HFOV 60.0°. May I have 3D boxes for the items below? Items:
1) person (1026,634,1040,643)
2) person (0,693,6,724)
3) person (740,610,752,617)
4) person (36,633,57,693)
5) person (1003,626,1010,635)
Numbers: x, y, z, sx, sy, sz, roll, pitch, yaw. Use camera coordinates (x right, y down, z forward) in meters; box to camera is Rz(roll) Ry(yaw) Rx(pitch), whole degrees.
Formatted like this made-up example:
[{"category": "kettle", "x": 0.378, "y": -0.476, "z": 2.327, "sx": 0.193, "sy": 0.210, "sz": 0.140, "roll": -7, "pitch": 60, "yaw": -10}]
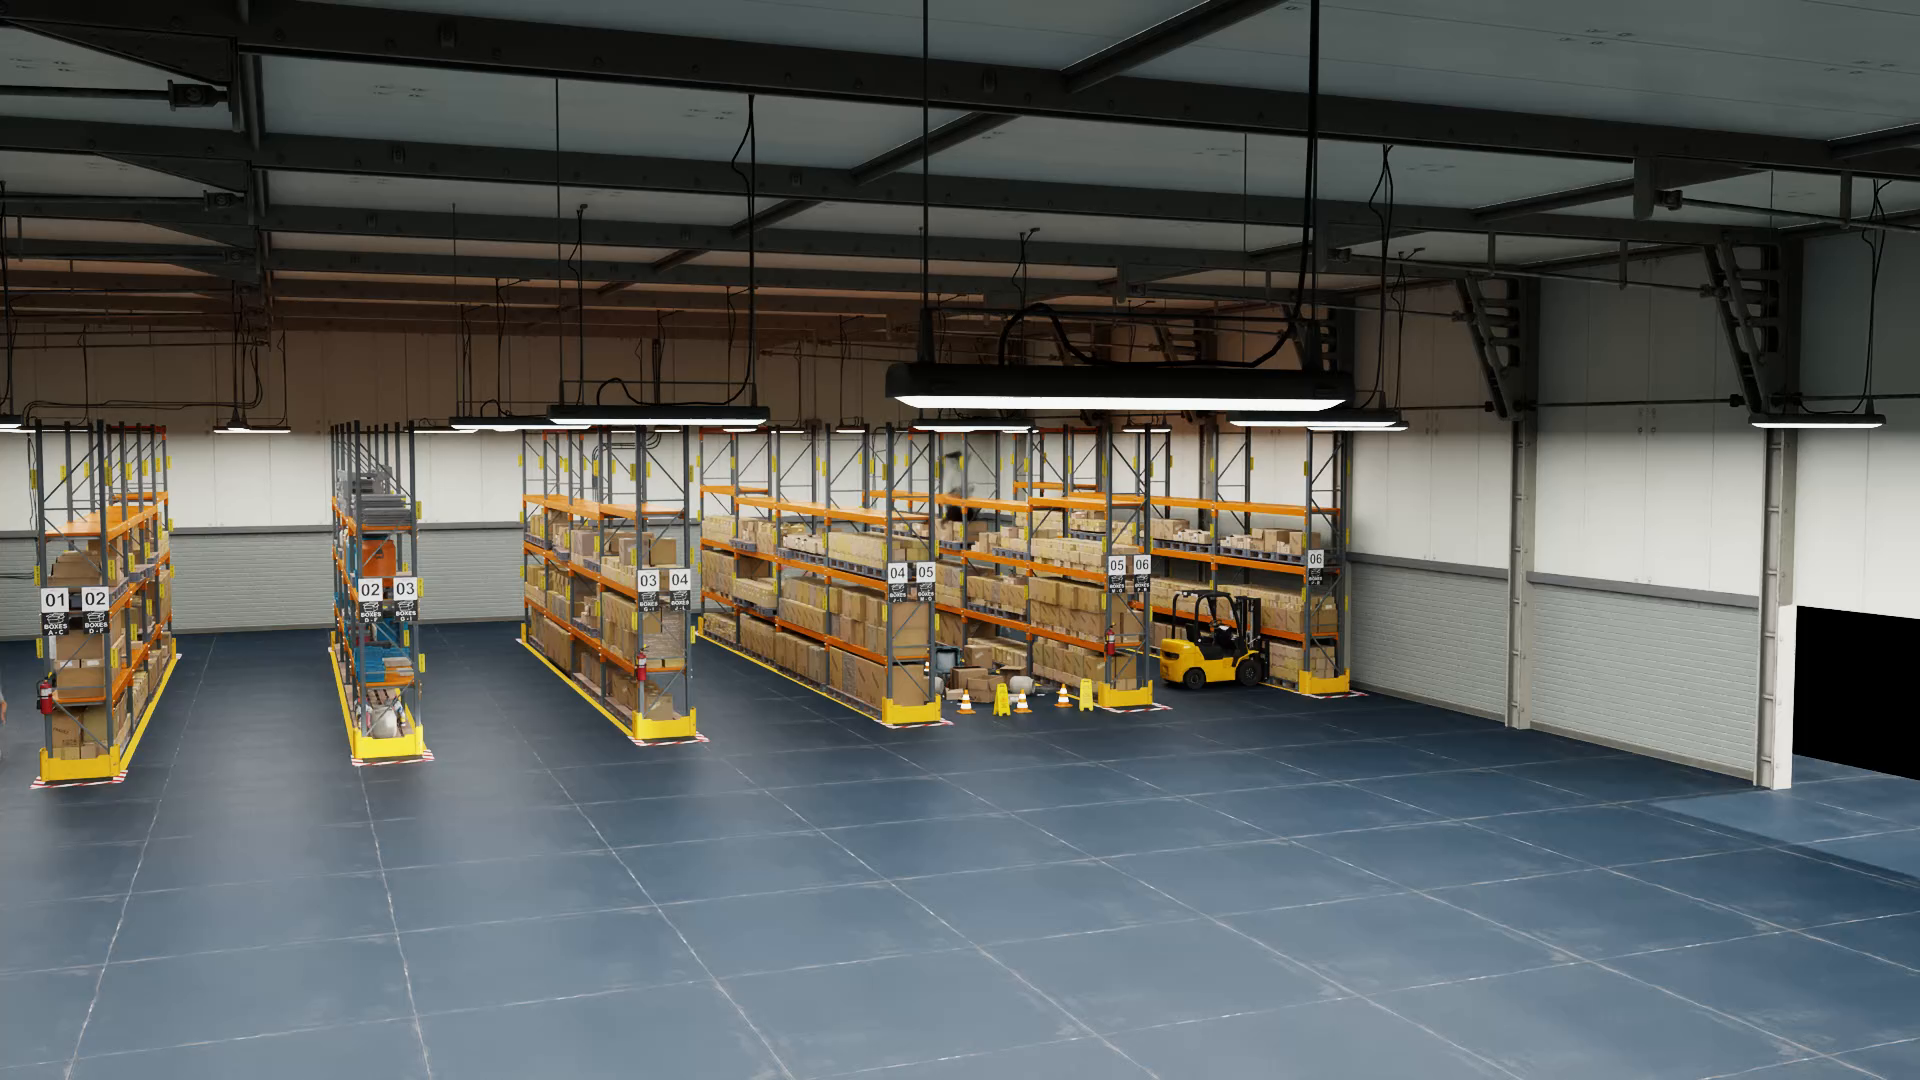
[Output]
[{"category": "person", "x": 1.955, "y": 2.209, "z": 43.283, "sx": 0.607, "sy": 1.656, "sz": 0.897, "roll": -2, "pitch": 4, "yaw": -25}, {"category": "person", "x": -16.606, "y": 3.132, "z": 28.386, "sx": 0.543, "sy": 1.624, "sz": 0.636, "roll": -2, "pitch": 4, "yaw": -24}, {"category": "person", "x": -6.431, "y": 1.737, "z": 49.941, "sx": 0.645, "sy": 1.754, "sz": 0.649, "roll": -2, "pitch": 4, "yaw": -29}, {"category": "person", "x": -19.700, "y": 2.588, "z": 36.151, "sx": 0.637, "sy": 1.830, "sz": 0.777, "roll": -1, "pitch": 4, "yaw": -22}, {"category": "person", "x": 1.138, "y": 1.907, "z": 47.682, "sx": 0.552, "sy": 1.735, "sz": 0.785, "roll": -2, "pitch": 4, "yaw": -32}]
